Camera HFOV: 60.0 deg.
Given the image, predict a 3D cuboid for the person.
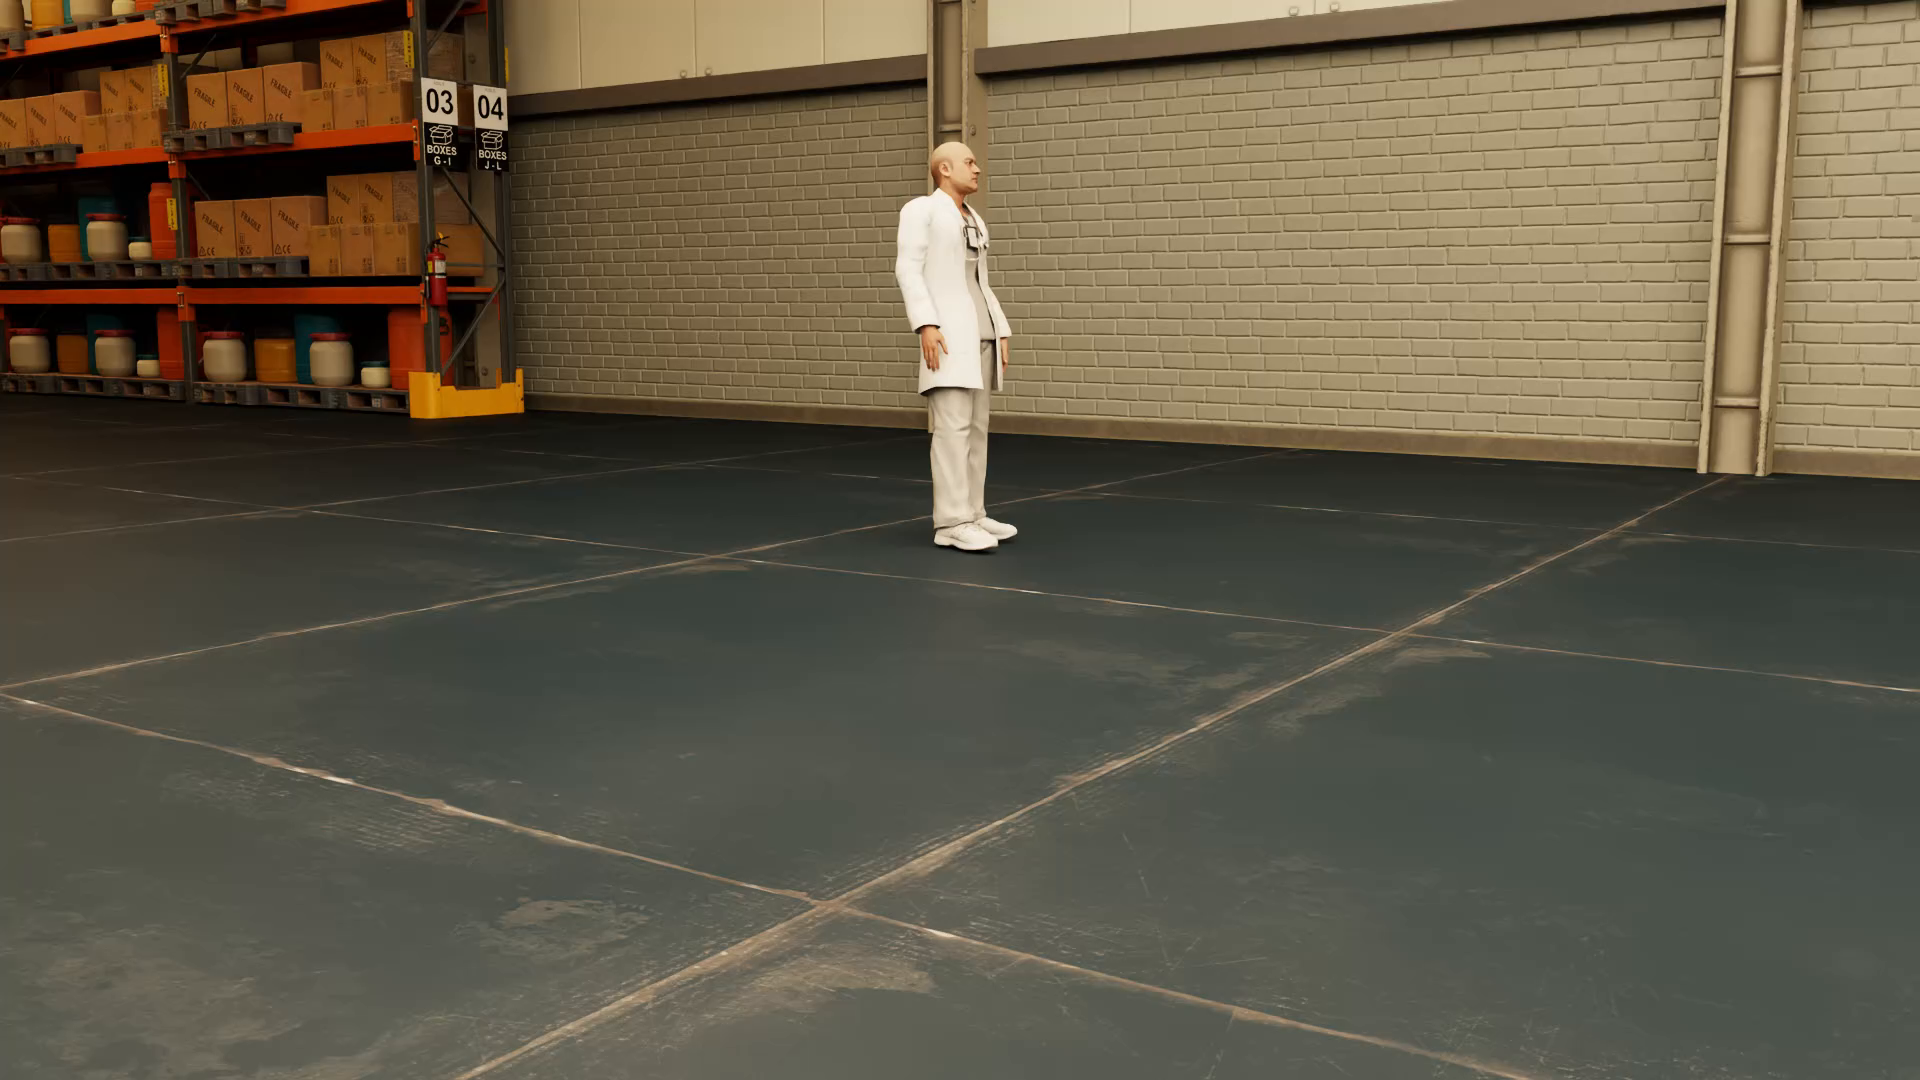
[{"bbox_3d":[0.072,-0.880,7.424,0.581,1.776,0.696,5,10,34],"label":"person"}]
